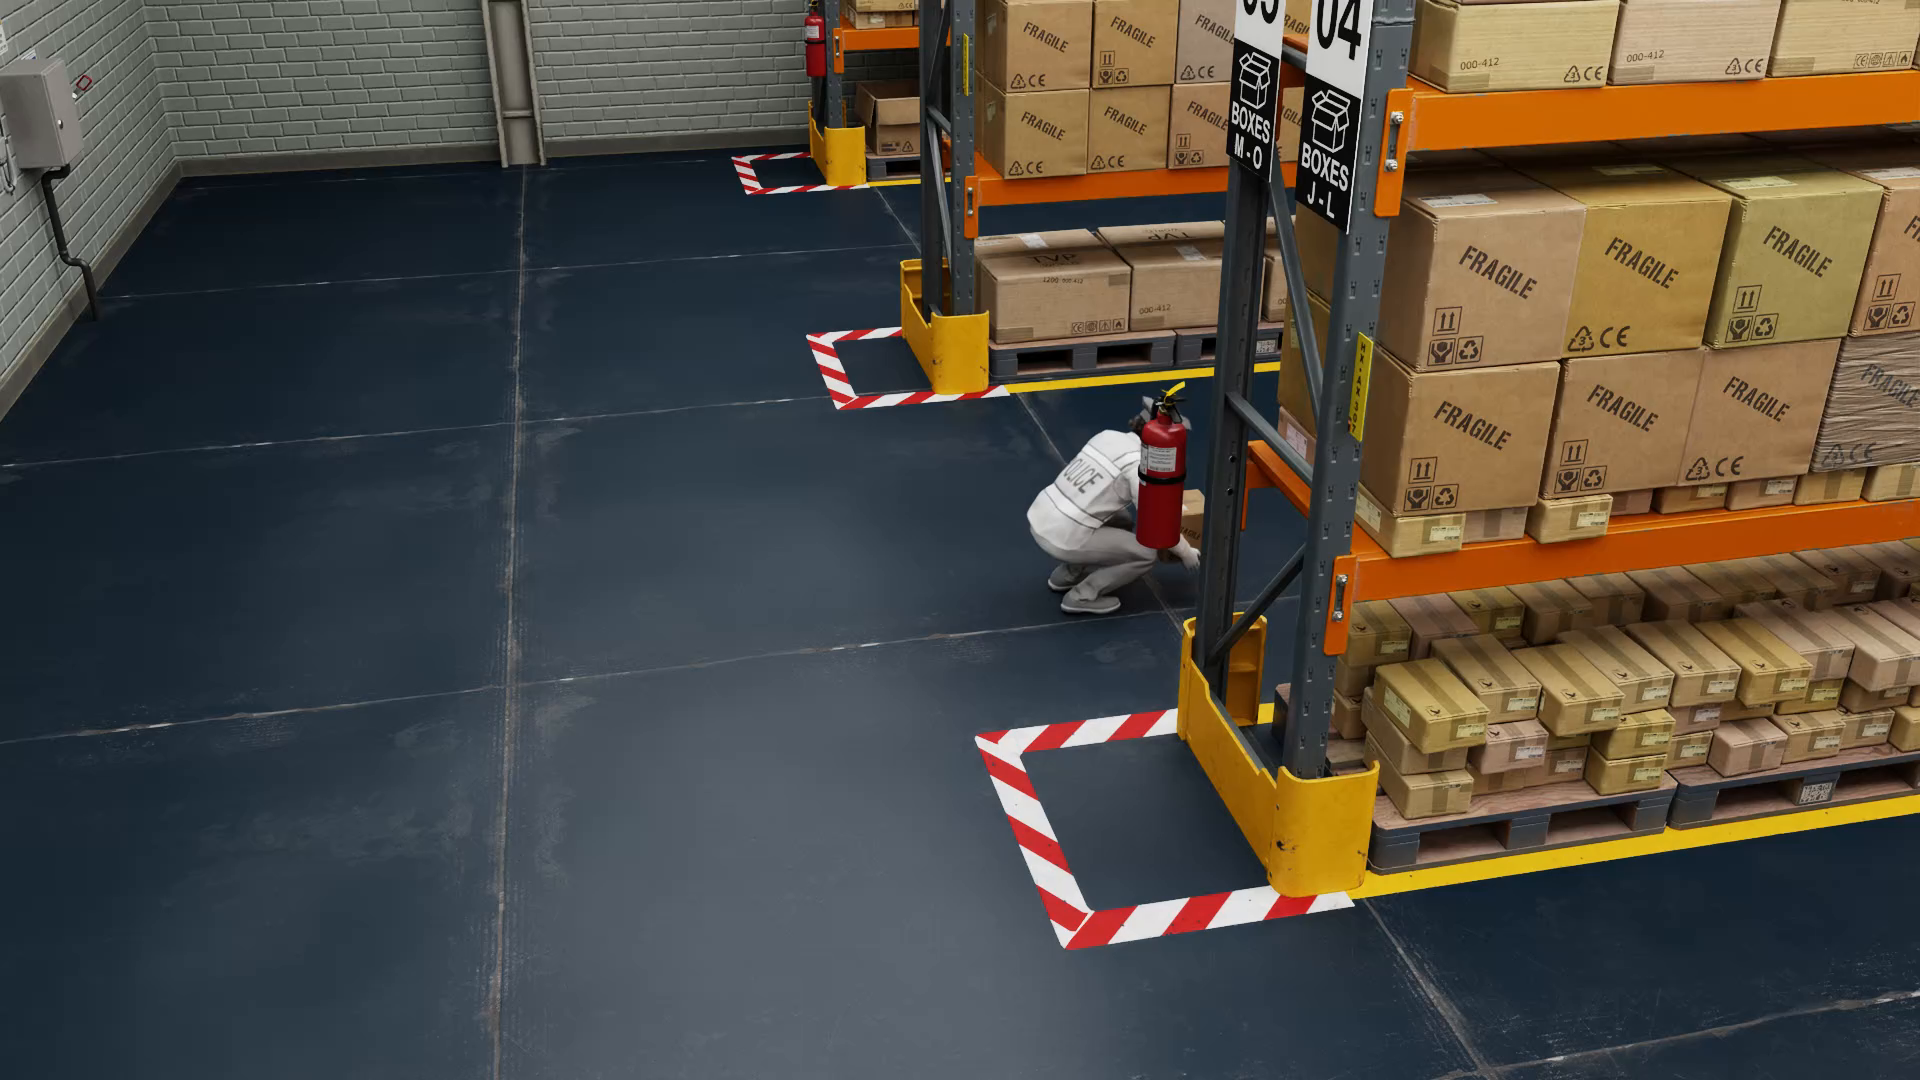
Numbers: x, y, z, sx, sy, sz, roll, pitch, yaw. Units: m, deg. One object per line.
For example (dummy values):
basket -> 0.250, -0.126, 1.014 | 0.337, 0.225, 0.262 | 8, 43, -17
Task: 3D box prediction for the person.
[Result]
person -> 0.727, -0.162, 7.725 | 0.827, 0.967, 0.497 | -6, 28, -12
